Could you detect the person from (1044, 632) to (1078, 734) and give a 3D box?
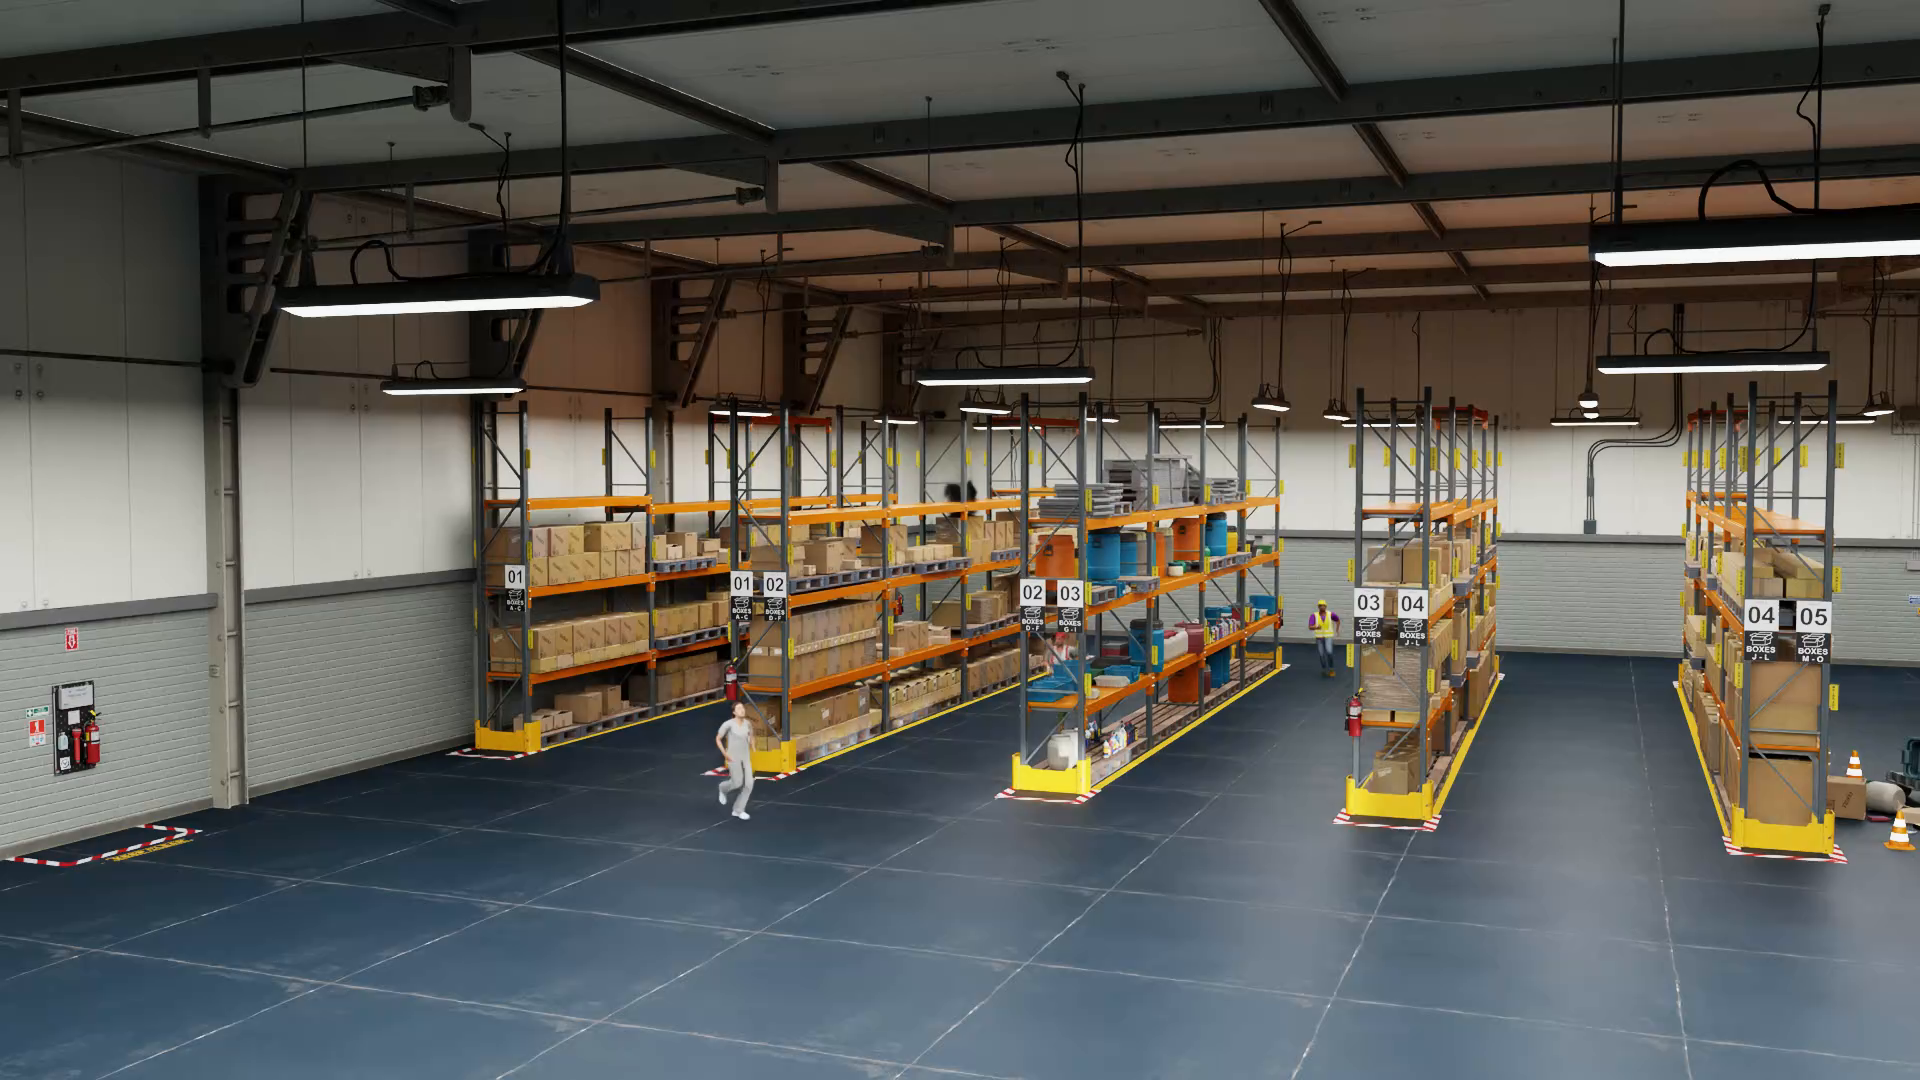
[{"bbox_3d":[1.836,2.563,30.316,0.608,1.833,0.855,1,3,22],"label":"person"}]

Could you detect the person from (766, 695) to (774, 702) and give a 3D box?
[{"bbox_3d":[-3.321,2.625,30.943,0.650,1.797,1.144,1,3,24],"label":"person"}]

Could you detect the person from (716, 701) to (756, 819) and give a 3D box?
[{"bbox_3d":[-3.128,3.066,23.286,0.601,1.628,0.569,-2,4,-39],"label":"person"}]

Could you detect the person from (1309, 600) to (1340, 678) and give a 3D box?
[{"bbox_3d":[8.364,2.265,38.248,0.679,1.776,0.683,1,3,18],"label":"person"}]
